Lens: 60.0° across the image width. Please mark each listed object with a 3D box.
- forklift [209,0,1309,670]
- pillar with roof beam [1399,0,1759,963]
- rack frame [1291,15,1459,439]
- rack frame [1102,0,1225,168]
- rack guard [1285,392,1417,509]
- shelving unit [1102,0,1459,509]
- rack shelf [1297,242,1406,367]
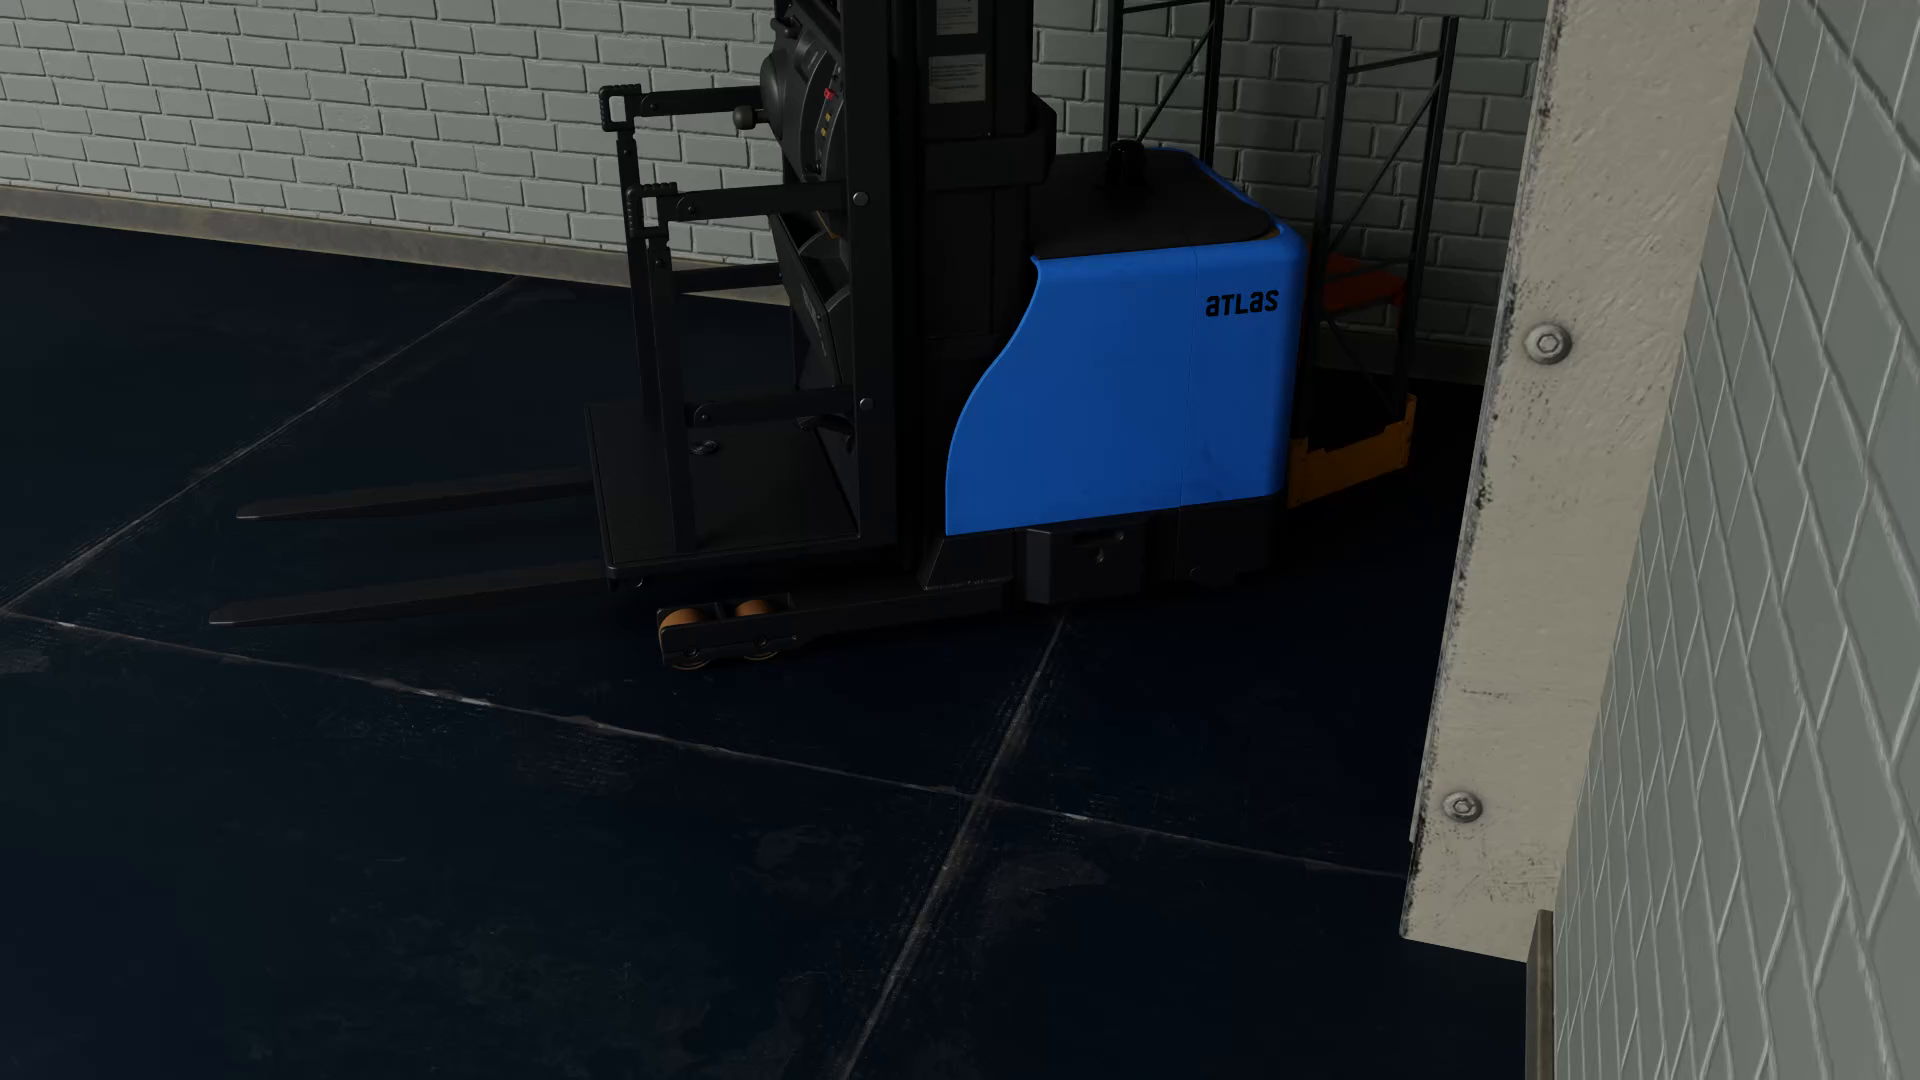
[{"bbox_3d":[-0.603,-1.205,4.402,3.031,2.935,1.130,-7,30,-13],"label":"forklift"},{"bbox_3d":[-2.940,-3.740,2.717,9.100,9.000,0.400,8,30,15],"label":"pillar with roof beam"},{"bbox_3d":[1.283,-0.850,5.235,0.500,1.500,0.032,-19,34,-30],"label":"rack frame"},{"bbox_3d":[0.706,-1.257,5.966,0.500,1.500,0.032,-19,34,-30],"label":"rack frame"},{"bbox_3d":[1.283,-0.304,5.539,0.587,0.250,0.087,-19,34,-30],"label":"rack guard"},{"bbox_3d":[1.000,-1.049,5.594,0.587,1.500,1.083,-19,34,-30],"label":"shelving unit"},{"bbox_3d":[0.995,-0.896,5.688,0.538,0.185,1.000,-19,34,-30],"label":"rack shelf"}]
